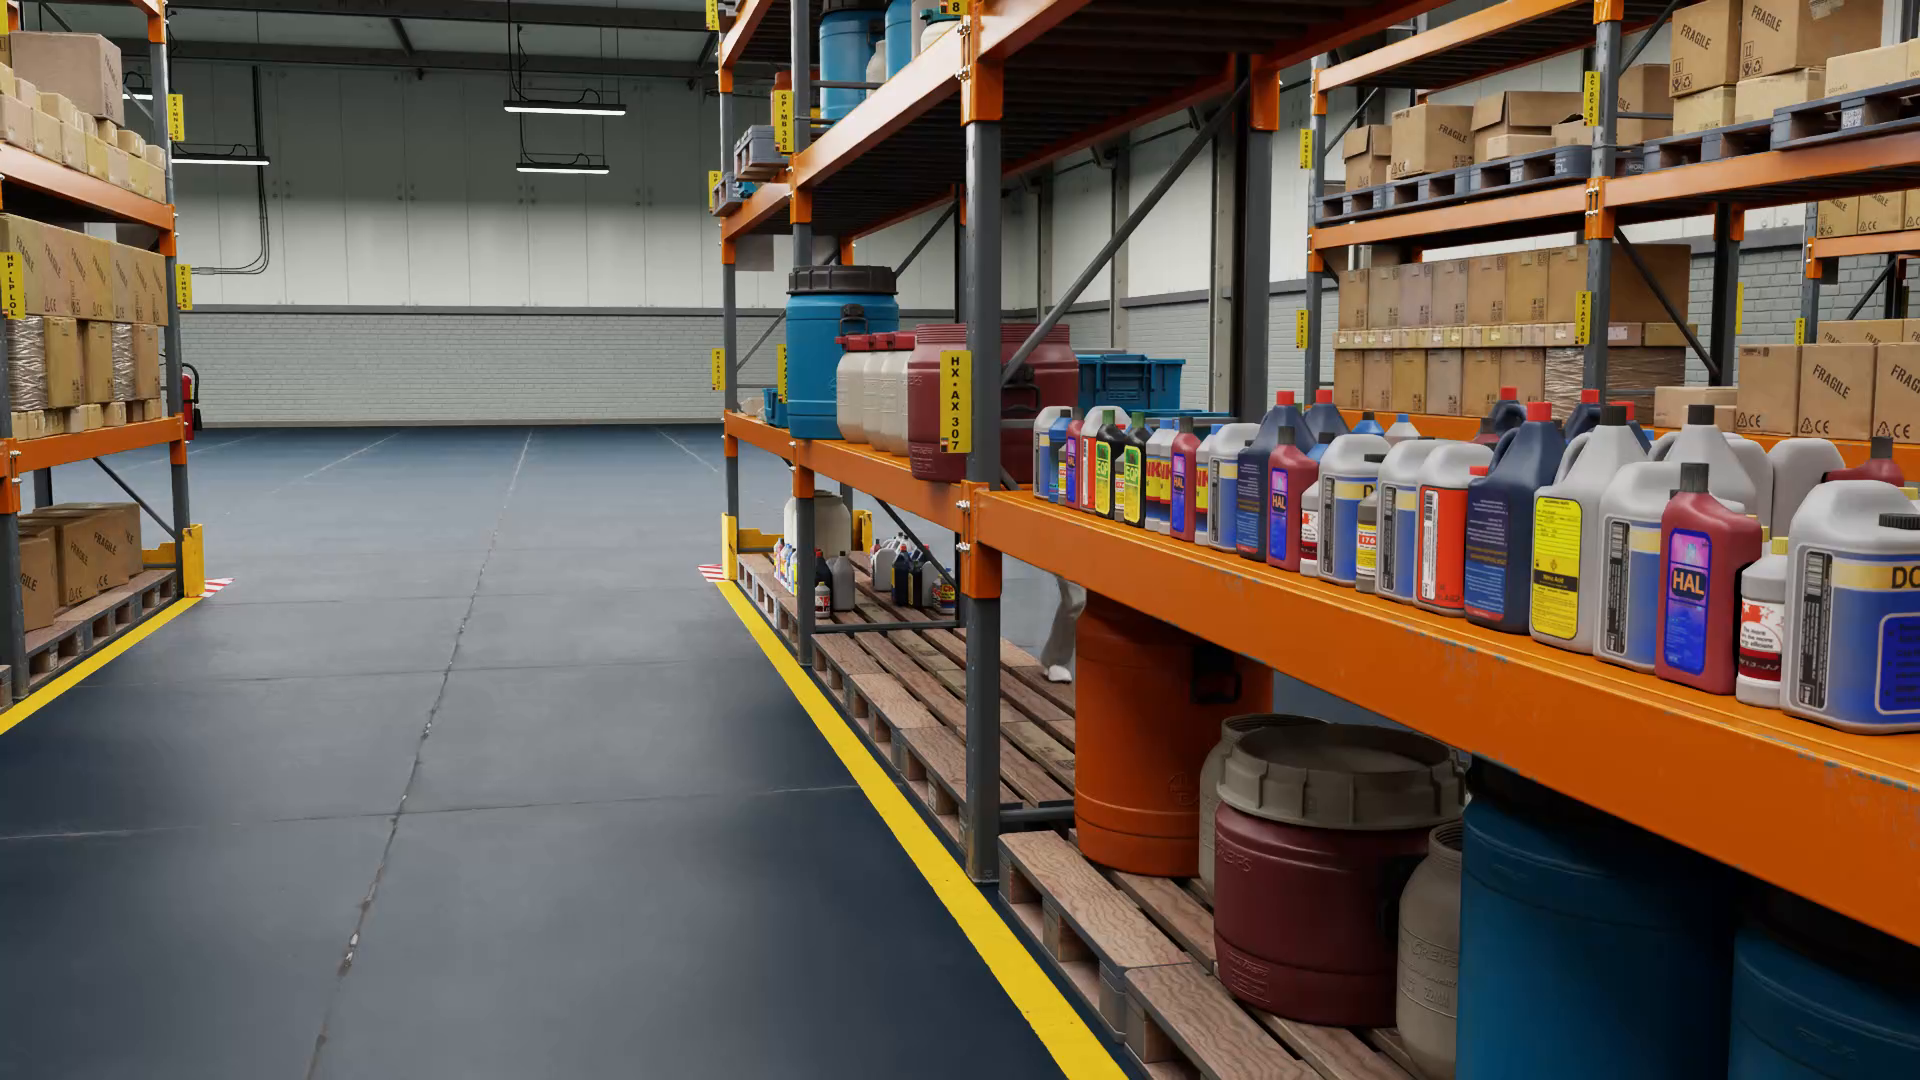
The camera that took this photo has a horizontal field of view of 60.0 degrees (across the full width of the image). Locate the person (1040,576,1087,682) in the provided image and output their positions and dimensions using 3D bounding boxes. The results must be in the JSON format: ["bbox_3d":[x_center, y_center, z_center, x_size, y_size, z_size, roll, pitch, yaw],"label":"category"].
[{"bbox_3d":[0.616,0.028,7.881,0.452,1.674,0.536,-2,7,-18],"label":"person"}]
